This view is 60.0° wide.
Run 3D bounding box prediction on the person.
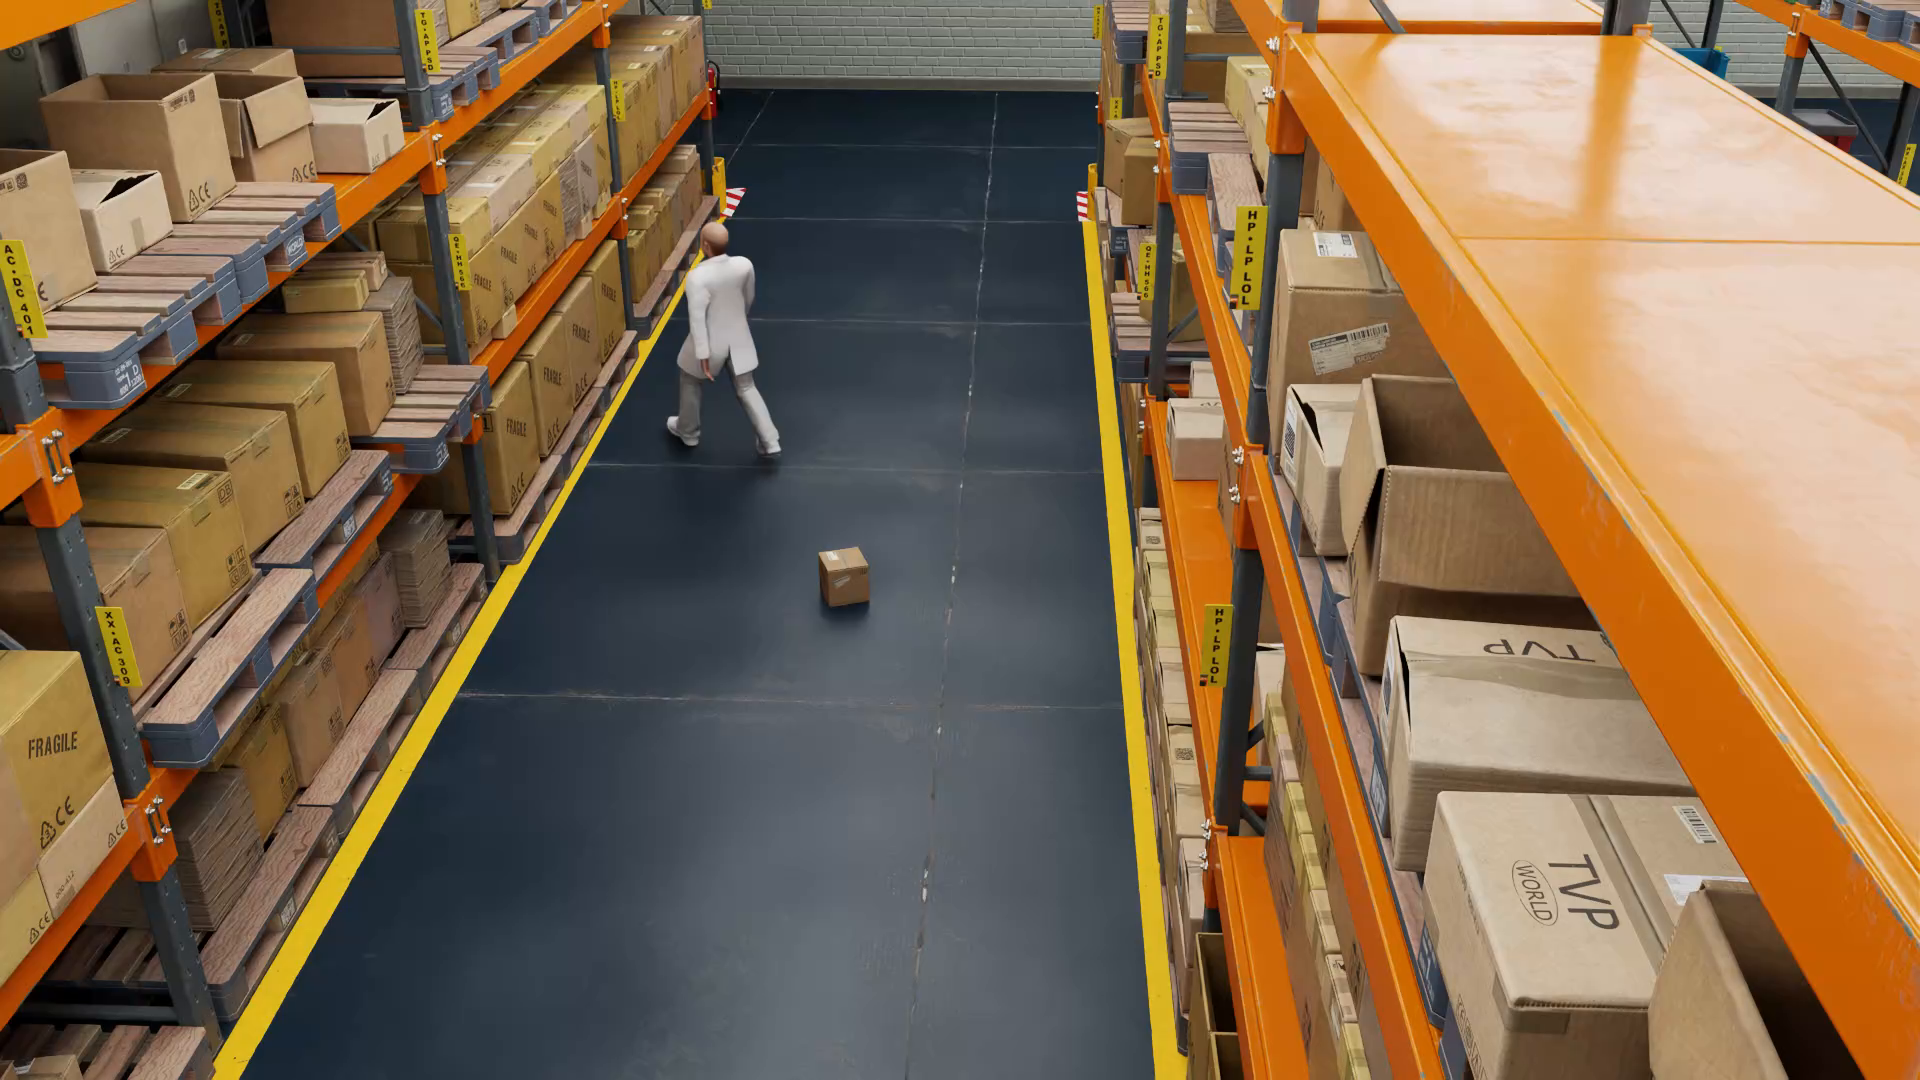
[{"bbox_3d":[-1.691,-1.379,11.613,0.567,1.639,1.089,-17,32,-29],"label":"person"}]
